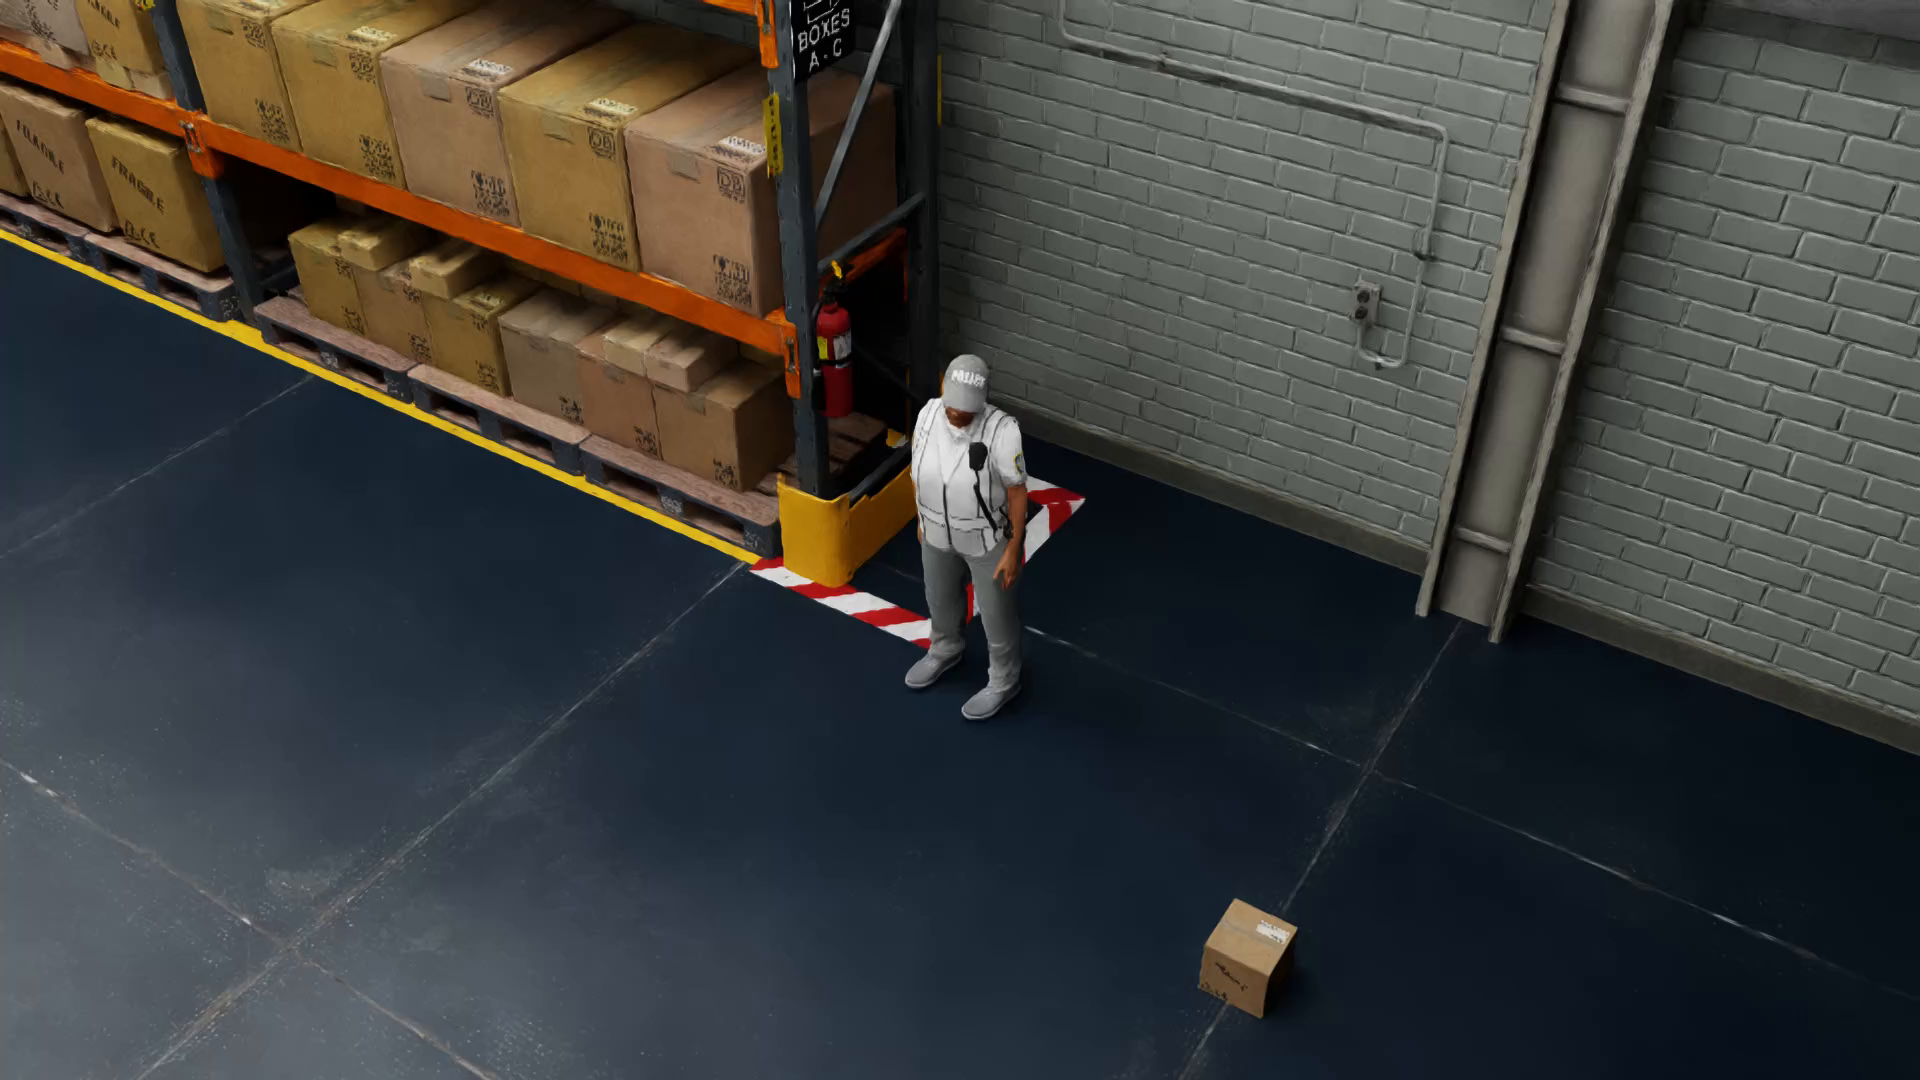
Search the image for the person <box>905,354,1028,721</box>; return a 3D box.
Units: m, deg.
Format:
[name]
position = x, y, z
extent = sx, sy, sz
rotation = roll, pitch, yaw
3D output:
[person]
position = 0.034, -0.023, 6.674
extent = 0.520, 1.672, 0.399
rotation = 19, 42, 22
